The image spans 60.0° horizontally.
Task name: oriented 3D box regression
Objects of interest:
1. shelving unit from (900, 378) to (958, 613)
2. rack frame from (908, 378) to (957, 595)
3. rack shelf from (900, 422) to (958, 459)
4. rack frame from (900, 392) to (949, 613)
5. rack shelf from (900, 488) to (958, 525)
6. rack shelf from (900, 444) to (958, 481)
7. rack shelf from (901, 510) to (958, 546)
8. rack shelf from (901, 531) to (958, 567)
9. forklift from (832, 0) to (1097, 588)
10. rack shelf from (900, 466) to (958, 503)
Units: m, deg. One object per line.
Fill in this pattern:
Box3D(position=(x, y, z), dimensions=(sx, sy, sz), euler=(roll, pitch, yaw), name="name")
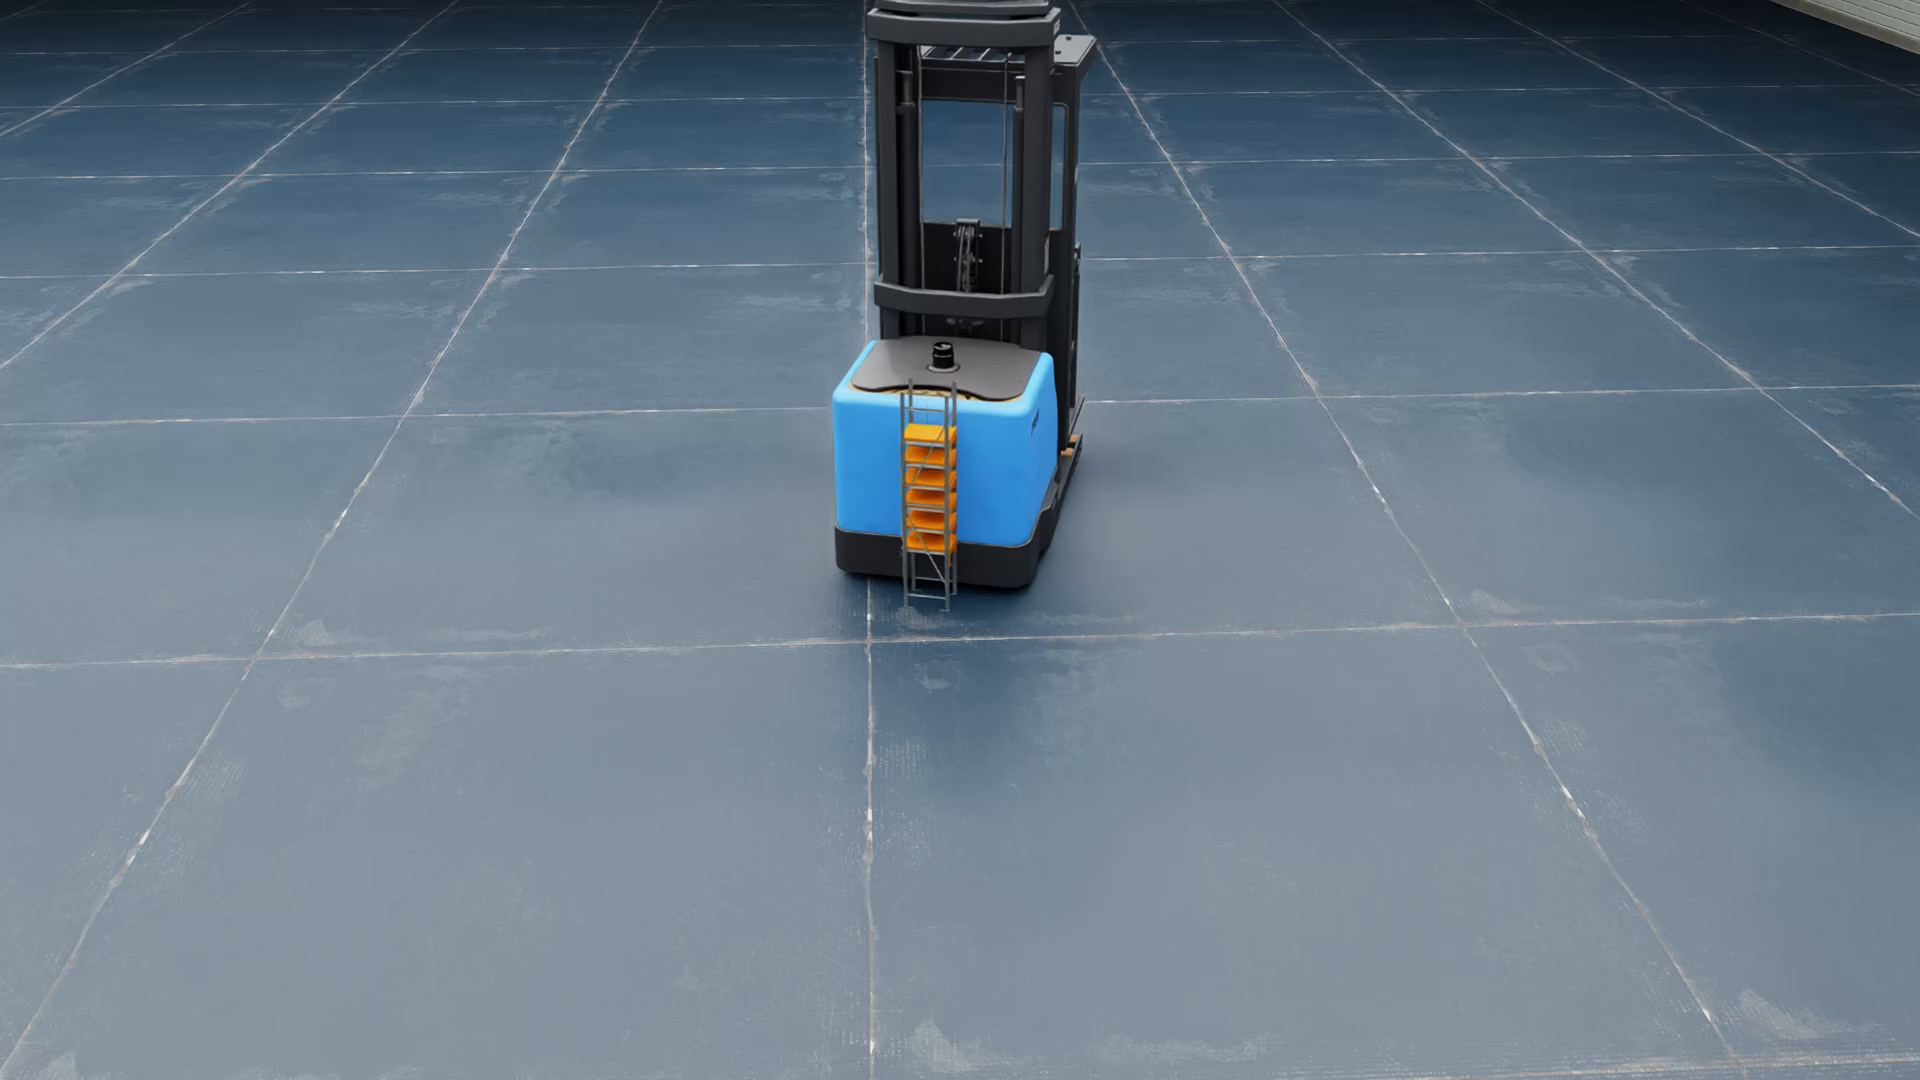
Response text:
Box3D(position=(-0.154, -0.213, 8.360), dimensions=(0.258, 1.200, 0.189), euler=(5, 28, 10), name="shelving unit")
Box3D(position=(-0.136, -0.254, 8.440), dimensions=(0.240, 1.200, 0.006), euler=(5, 28, 10), name="rack frame")
Box3D(position=(-0.154, -0.493, 8.214), dimensions=(0.258, 0.103, 0.180), euler=(5, 28, 10), name="rack shelf")
Box3D(position=(-0.172, -0.171, 8.281), dimensions=(0.240, 1.200, 0.006), euler=(5, 28, 10), name="rack frame")
Box3D(position=(-0.154, -0.173, 8.381), dimensions=(0.258, 0.103, 0.180), euler=(5, 28, 10), name="rack shelf")
Box3D(position=(-0.154, -0.386, 8.270), dimensions=(0.258, 0.103, 0.180), euler=(5, 28, 10), name="rack shelf")
Box3D(position=(-0.154, -0.067, 8.436), dimensions=(0.258, 0.103, 0.180), euler=(5, 28, 10), name="rack shelf")
Box3D(position=(-0.154, 0.039, 8.492), dimensions=(0.258, 0.103, 0.180), euler=(5, 28, 10), name="rack shelf")
Box3D(position=(0.137, -1.714, 9.366), dimensions=(1.130, 2.935, 3.031), euler=(5, 28, 10), name="forklift")
Box3D(position=(-0.154, -0.280, 8.325), dimensions=(0.258, 0.103, 0.180), euler=(5, 28, 10), name="rack shelf")
